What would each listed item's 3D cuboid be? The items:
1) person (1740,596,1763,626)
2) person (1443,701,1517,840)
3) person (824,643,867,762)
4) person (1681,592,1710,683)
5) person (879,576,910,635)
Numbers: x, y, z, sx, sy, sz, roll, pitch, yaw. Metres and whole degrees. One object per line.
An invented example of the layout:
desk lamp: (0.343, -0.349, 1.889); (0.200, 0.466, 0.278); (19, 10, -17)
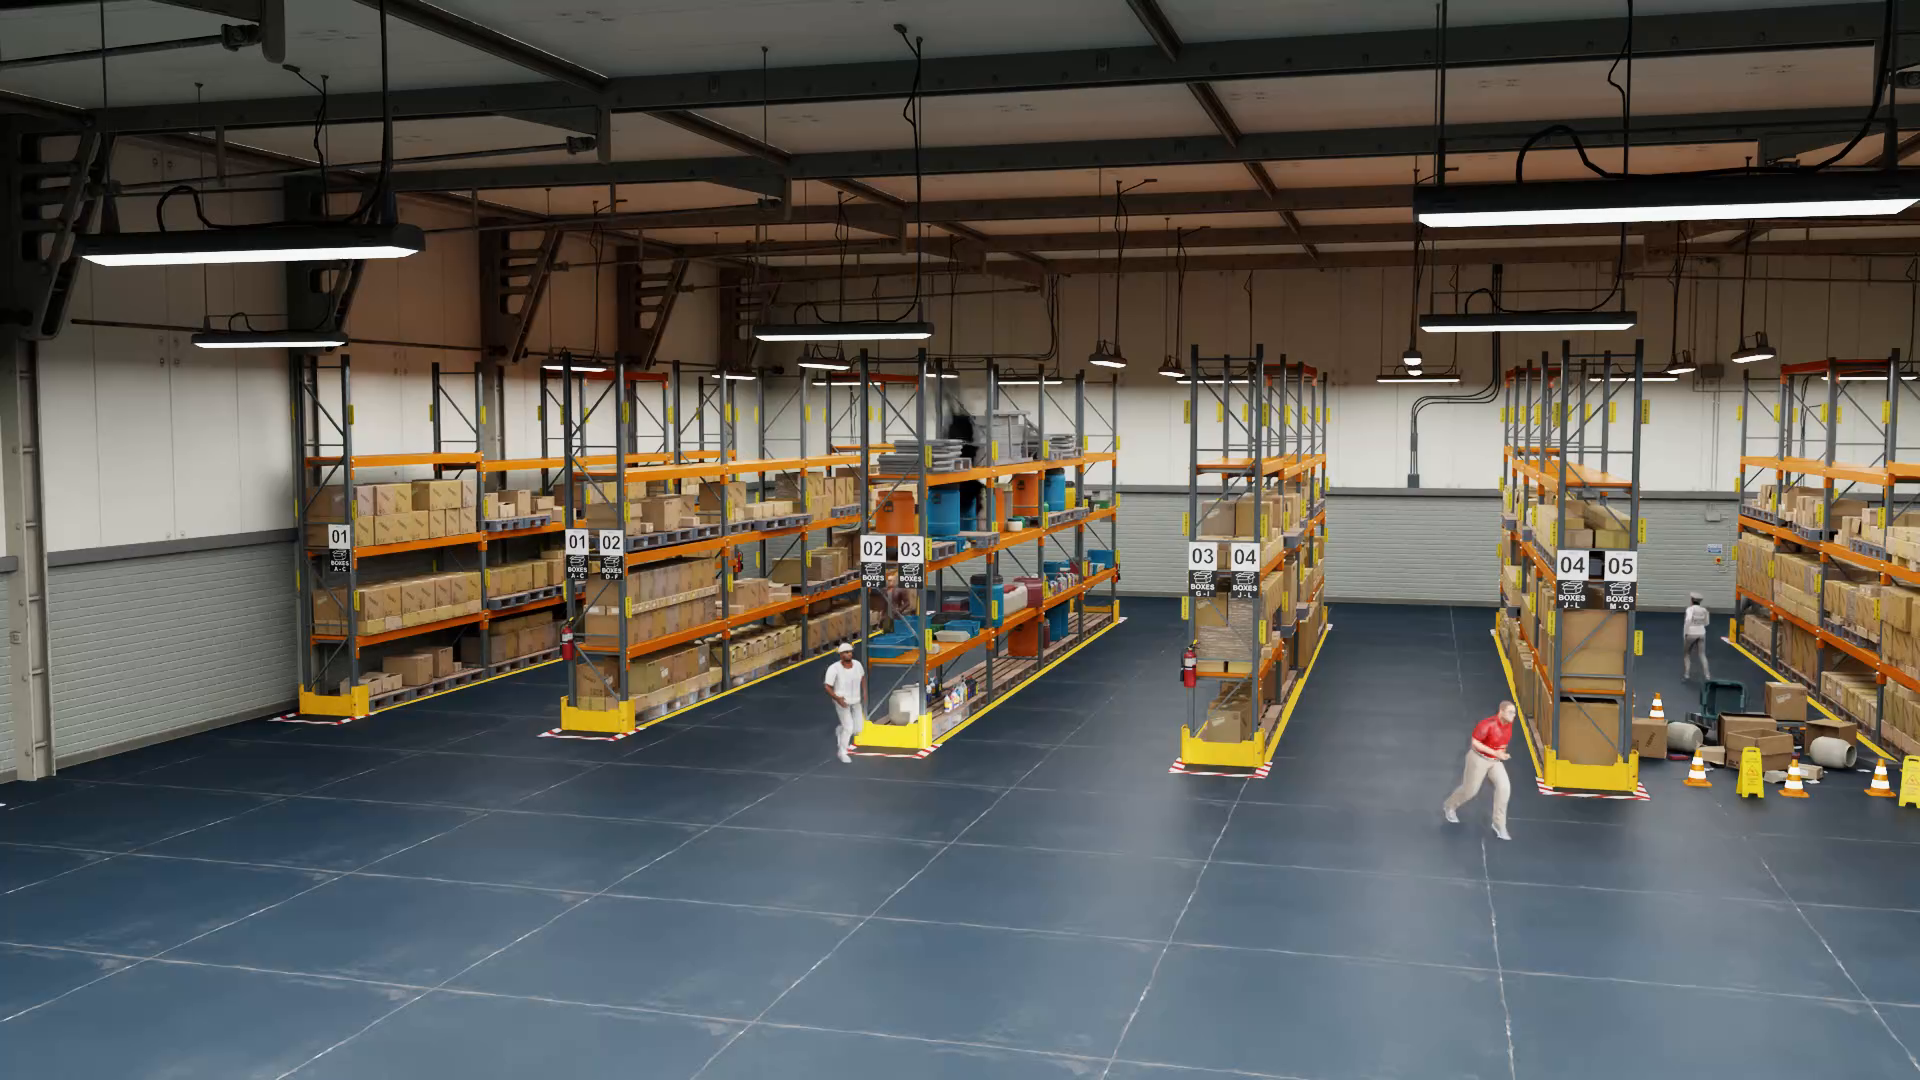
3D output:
person: (18.028, 1.347, 37.825); (0.749, 1.718, 0.542); (0, 4, 6)
person: (6.250, 2.716, 19.992); (0.707, 1.696, 1.009); (-3, 5, -34)
person: (-1.650, 2.343, 24.123); (0.729, 1.730, 0.655); (-3, 5, -35)
person: (13.653, 1.827, 30.840); (0.589, 1.720, 0.883); (0, 4, -1)
person: (-1.363, 1.554, 33.707); (0.705, 1.666, 0.907); (1, 4, 17)
